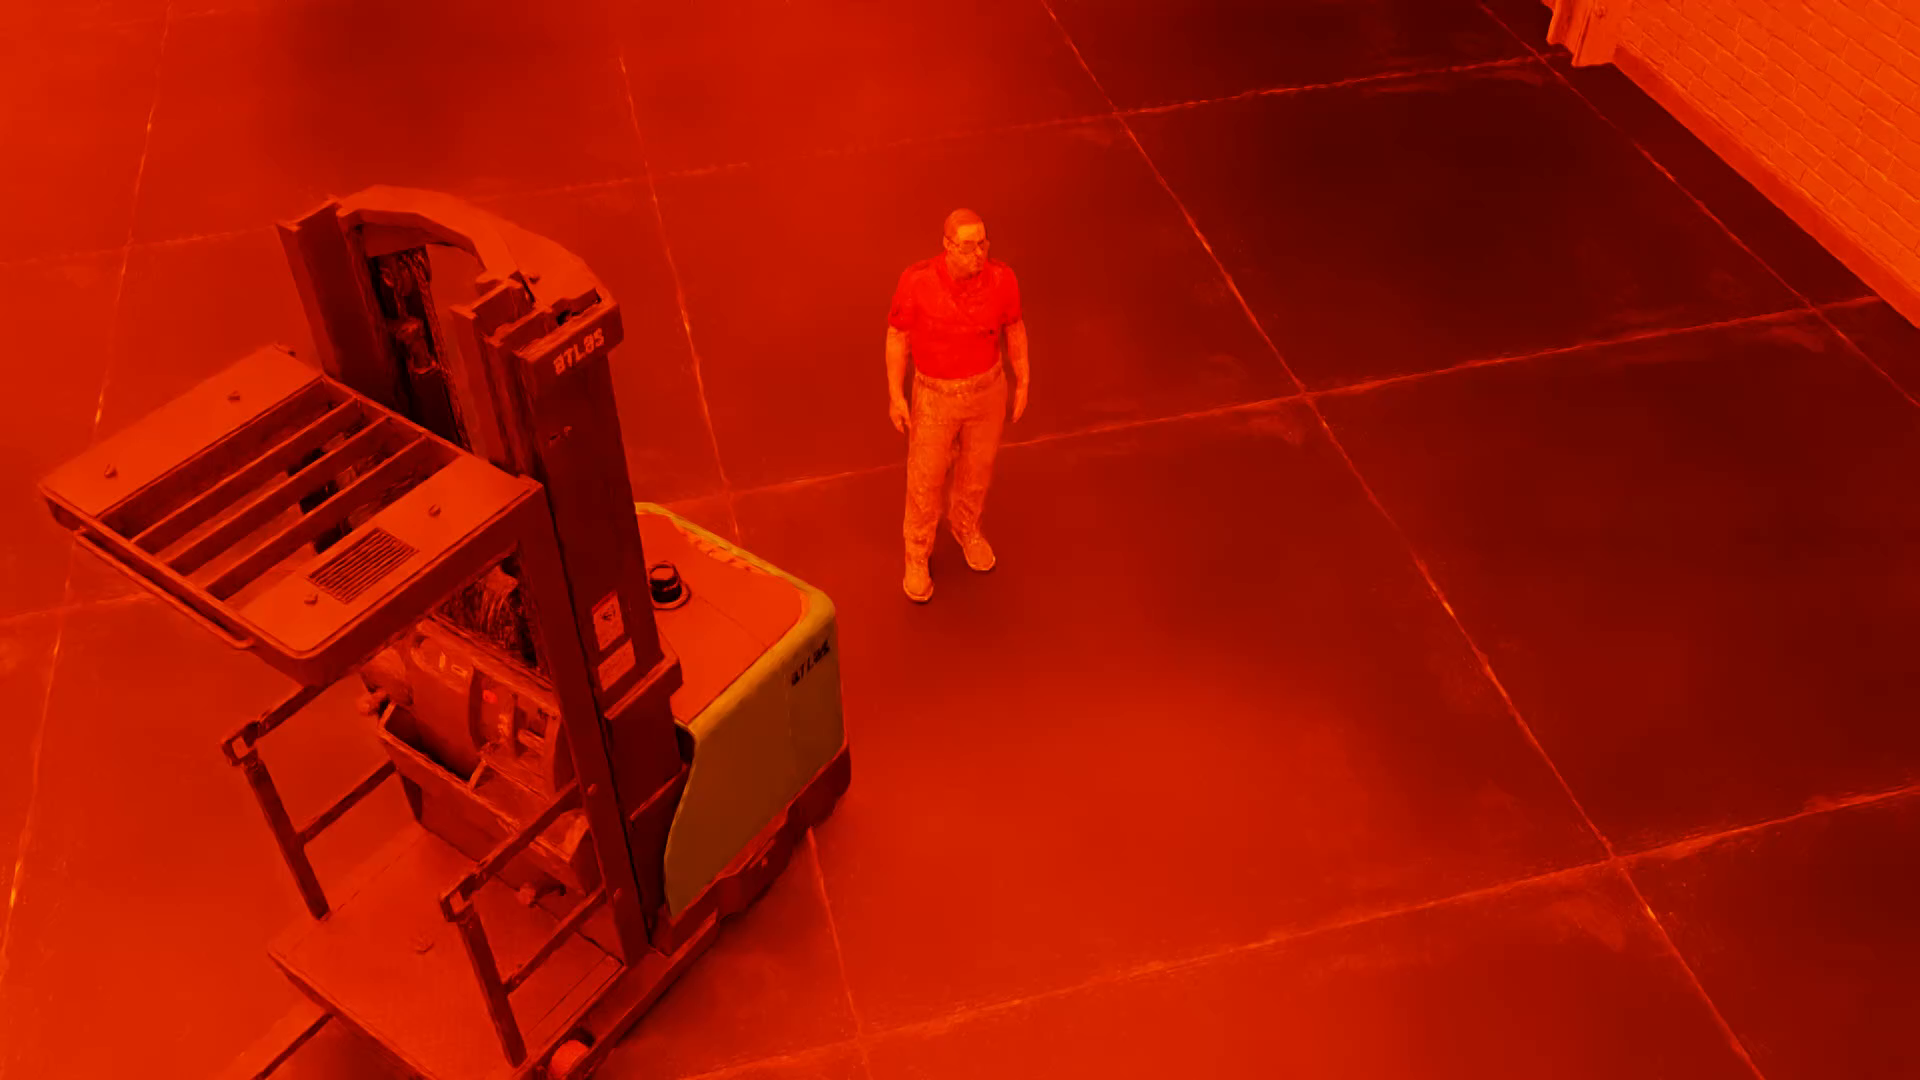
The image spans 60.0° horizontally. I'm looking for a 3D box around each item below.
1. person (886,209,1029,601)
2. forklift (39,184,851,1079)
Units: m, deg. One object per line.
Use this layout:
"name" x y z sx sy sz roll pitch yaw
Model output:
"person" 0.011 -0.572 7.115 0.640 1.727 0.550 -10 44 -11
"forklift" -1.698 0.558 5.055 1.130 2.935 3.031 26 49 25
